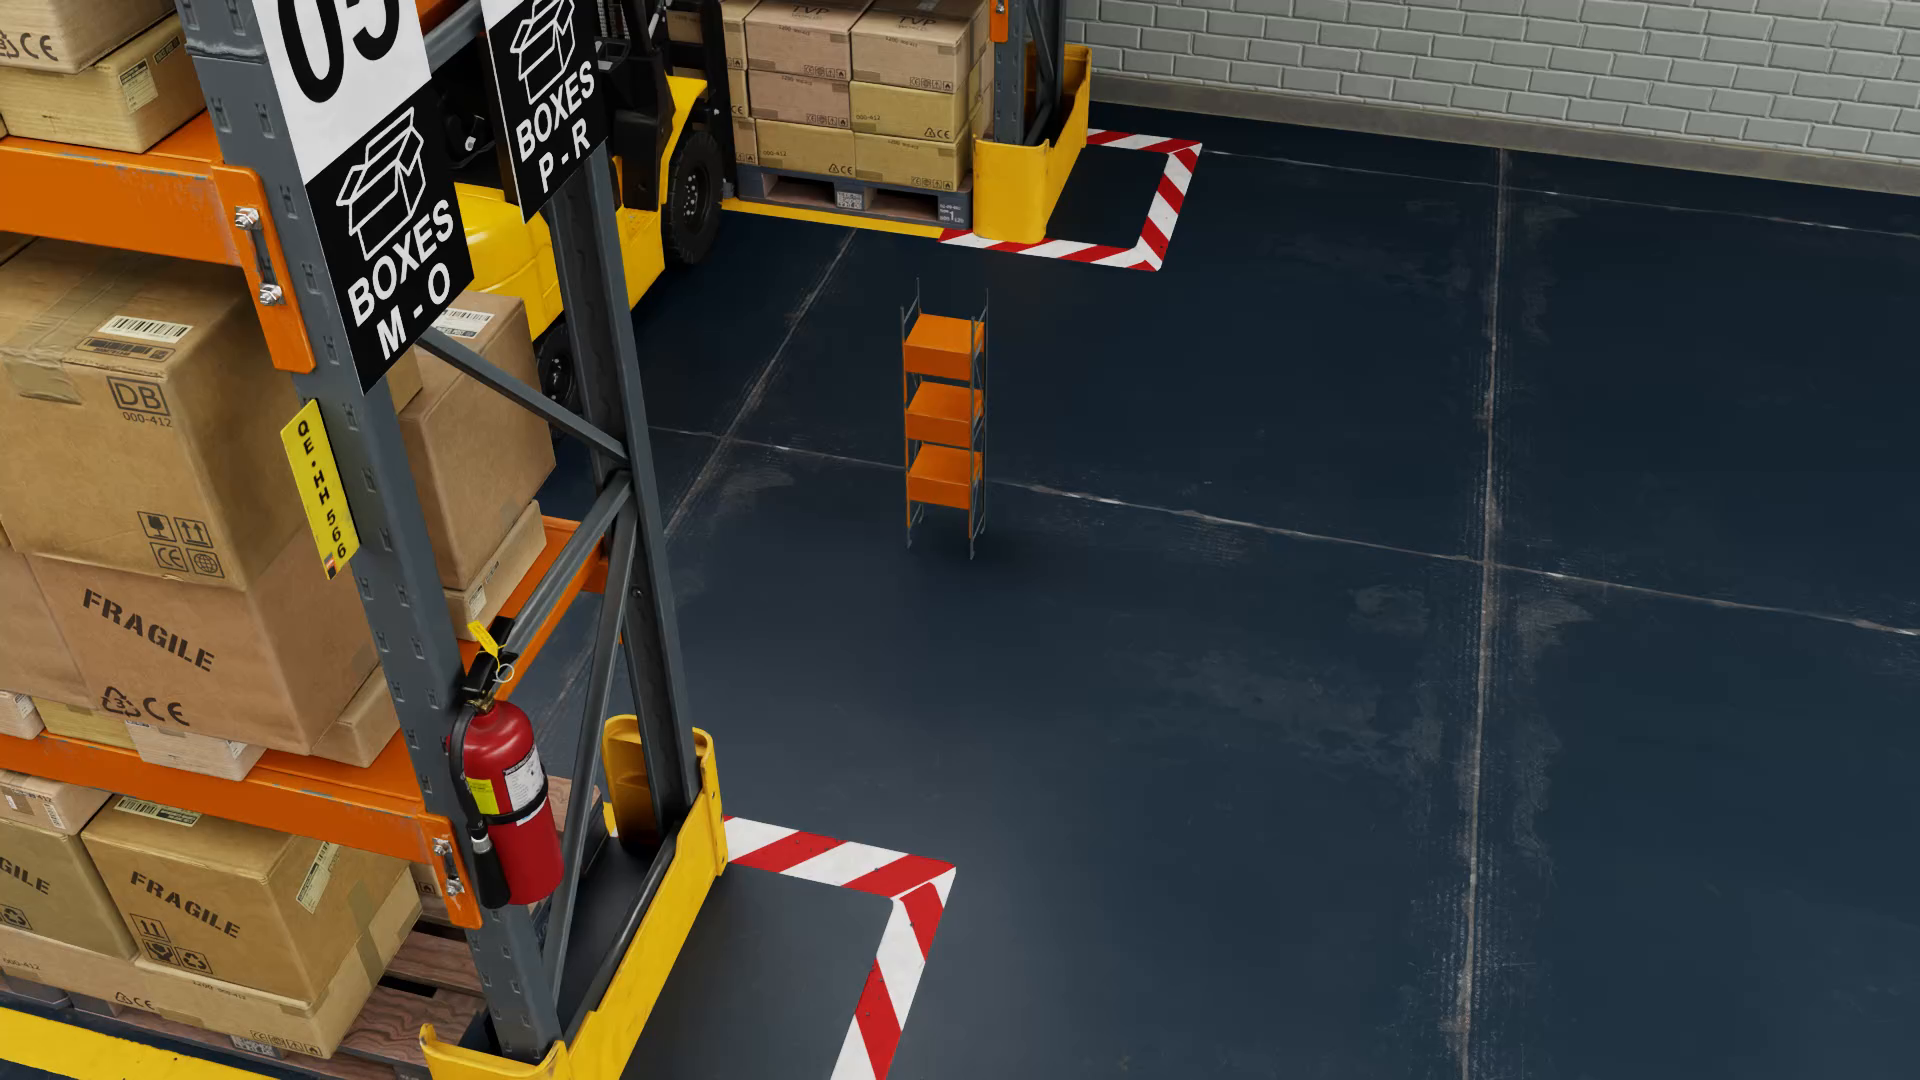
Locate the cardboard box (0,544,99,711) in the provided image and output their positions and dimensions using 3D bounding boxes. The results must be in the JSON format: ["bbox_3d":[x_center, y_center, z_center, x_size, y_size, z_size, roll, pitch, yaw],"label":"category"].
[{"bbox_3d":[-2.017,-0.018,3.629,0.500,0.500,0.500,10,41,12],"label":"cardboard box"}]

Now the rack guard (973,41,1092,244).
[{"bbox_3d":[0.364,-1.983,8.223,0.348,0.500,1.175,10,41,11],"label":"rack guard"}]

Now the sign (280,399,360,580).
[{"bbox_3d":[-1.101,-0.083,2.871,0.005,0.325,0.100,10,41,11],"label":"sign"}]

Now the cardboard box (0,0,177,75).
[{"bbox_3d":[-1.502,-0.983,2.641,0.500,0.250,0.500,9,41,11],"label":"cardboard box"}]

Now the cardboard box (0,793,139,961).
[{"bbox_3d":[-2.285,0.689,4.326,0.500,0.500,0.500,11,41,13],"label":"cardboard box"}]

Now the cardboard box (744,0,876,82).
[{"bbox_3d":[-0.679,-2.399,7.809,0.500,0.250,0.500,10,41,12],"label":"cardboard box"}]

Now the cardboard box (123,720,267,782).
[{"bbox_3d":[-1.628,0.334,3.716,0.250,0.149,0.380,9,41,11],"label":"cardboard box"}]

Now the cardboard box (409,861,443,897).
[{"bbox_3d":[-1.646,0.726,4.865,0.500,0.250,0.500,9,41,11],"label":"cardboard box"}]

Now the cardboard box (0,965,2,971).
[{"bbox_3d":[-2.794,0.890,4.669,0.500,0.250,0.500,8,41,10],"label":"cardboard box"}]

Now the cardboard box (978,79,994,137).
[{"bbox_3d":[-0.083,-2.256,8.415,0.500,0.250,0.500,10,41,12],"label":"cardboard box"}]

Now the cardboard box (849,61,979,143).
[{"bbox_3d":[-0.210,-2.131,7.877,0.500,0.250,0.500,9,41,11],"label":"cardboard box"}]

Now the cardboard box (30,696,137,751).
[{"bbox_3d":[-1.871,0.278,3.782,0.250,0.149,0.380,9,41,11],"label":"cardboard box"}]

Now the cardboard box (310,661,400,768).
[{"bbox_3d":[-1.355,0.307,3.748,0.250,0.149,0.380,11,41,13],"label":"cardboard box"}]

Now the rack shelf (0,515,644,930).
[{"bbox_3d":[-2.871,0.083,4.378,4.000,0.370,1.077,10,41,11],"label":"rack shelf"}]

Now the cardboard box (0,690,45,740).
[{"bbox_3d":[-2.127,0.254,3.811,0.250,0.149,0.380,10,41,12],"label":"cardboard box"}]

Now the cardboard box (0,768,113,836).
[{"bbox_3d":[-2.152,0.506,4.039,0.250,0.149,0.380,11,41,13],"label":"cardboard box"}]

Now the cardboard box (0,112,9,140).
[{"bbox_3d":[-1.604,-0.819,2.756,0.250,0.149,0.380,10,41,12],"label":"cardboard box"}]

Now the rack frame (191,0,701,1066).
[{"bbox_3d":[-0.939,0.140,3.751,0.127,3.000,1.000,10,41,11],"label":"rack frame"}]

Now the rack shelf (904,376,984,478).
[{"bbox_3d":[-0.052,-0.403,5.930,0.240,0.259,0.215,10,41,11],"label":"rack shelf"}]

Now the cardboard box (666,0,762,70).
[{"bbox_3d":[-1.169,-2.477,7.901,0.500,0.250,0.500,10,41,12],"label":"cardboard box"}]

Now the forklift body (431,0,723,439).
[{"bbox_3d":[-1.962,-1.801,6.722,1.214,2.155,2.313,10,41,11],"label":"forklift body"}]

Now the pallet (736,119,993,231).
[{"bbox_3d":[-0.409,-1.978,8.441,1.213,0.211,1.003,10,41,11],"label":"pallet"}]

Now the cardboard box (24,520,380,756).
[{"bbox_3d":[-1.534,0.069,3.527,0.500,0.500,0.500,9,41,11],"label":"cardboard box"}]

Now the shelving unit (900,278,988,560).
[{"bbox_3d":[-0.052,-0.411,5.923,0.252,1.050,0.215,10,41,11],"label":"shelving unit"}]

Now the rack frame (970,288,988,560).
[{"bbox_3d":[0.066,-0.391,5.899,0.008,1.050,0.200,10,41,11],"label":"rack frame"}]

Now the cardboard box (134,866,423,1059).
[{"bbox_3d":[-1.812,1.061,4.466,0.500,0.250,0.500,10,41,11],"label":"cardboard box"}]

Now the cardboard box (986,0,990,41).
[{"bbox_3d":[-0.074,-2.633,8.087,0.500,0.250,0.500,9,41,11],"label":"cardboard box"}]

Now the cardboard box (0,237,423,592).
[{"bbox_3d":[-1.488,-0.345,3.241,0.500,0.500,0.700,9,41,10],"label":"cardboard box"}]

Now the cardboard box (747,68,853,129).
[{"bbox_3d":[-0.692,-2.221,7.985,0.500,0.250,0.500,9,41,11],"label":"cardboard box"}]

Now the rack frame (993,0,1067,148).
[{"bbox_3d":[0.341,-2.945,7.424,0.127,3.000,1.000,10,41,11],"label":"rack frame"}]

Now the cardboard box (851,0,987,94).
[{"bbox_3d":[-0.185,-2.318,7.712,0.500,0.250,0.500,11,41,13],"label":"cardboard box"}]

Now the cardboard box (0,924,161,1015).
[{"bbox_3d":[-2.287,0.974,4.570,0.500,0.250,0.500,10,41,12],"label":"cardboard box"}]

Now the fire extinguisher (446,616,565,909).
[{"bbox_3d":[-0.947,0.475,3.412,0.183,0.674,0.296,10,41,11],"label":"fire extinguisher"}]

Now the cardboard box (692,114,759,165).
[{"bbox_3d":[-1.153,-2.112,8.243,0.500,0.250,0.500,10,41,12],"label":"cardboard box"}]

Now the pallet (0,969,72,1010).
[{"bbox_3d":[-2.962,0.834,5.093,1.213,0.211,1.003,10,41,11],"label":"pallet"}]

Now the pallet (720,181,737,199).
[{"bbox_3d":[-1.583,-2.182,8.684,1.213,0.211,1.003,10,41,11],"label":"pallet"}]

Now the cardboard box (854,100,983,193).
[{"bbox_3d":[-0.195,-1.934,8.032,0.500,0.250,0.500,10,41,12],"label":"cardboard box"}]

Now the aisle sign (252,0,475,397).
[{"bbox_3d":[-0.954,-0.665,2.688,0.004,0.787,0.394,10,41,11],"label":"aisle sign"}]

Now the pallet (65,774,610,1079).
[{"bbox_3d":[-1.788,1.038,4.850,1.213,0.211,1.003,10,41,11],"label":"pallet"}]

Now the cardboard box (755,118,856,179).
[{"bbox_3d":[-0.673,-2.023,8.138,0.500,0.250,0.500,10,41,11],"label":"cardboard box"}]

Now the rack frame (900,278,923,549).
[{"bbox_3d":[-0.170,-0.431,5.947,0.008,1.050,0.200,10,41,11],"label":"rack frame"}]

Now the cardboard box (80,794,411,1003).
[{"bbox_3d":[-1.780,0.774,4.225,0.500,0.500,0.500,10,41,12],"label":"cardboard box"}]

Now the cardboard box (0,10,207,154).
[{"bbox_3d":[-1.356,-0.798,2.731,0.250,0.149,0.380,10,41,12],"label":"cardboard box"}]

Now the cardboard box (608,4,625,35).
[{"bbox_3d":[-1.657,-2.566,8.007,0.500,0.250,0.500,9,41,11],"label":"cardboard box"}]

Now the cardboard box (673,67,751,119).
[{"bbox_3d":[-1.196,-2.293,8.071,0.500,0.250,0.500,9,41,10],"label":"cardboard box"}]

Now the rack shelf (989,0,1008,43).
[{"bbox_3d":[-1.591,-3.002,8.051,4.000,0.370,1.077,10,41,11],"label":"rack shelf"}]

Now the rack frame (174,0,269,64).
[{"bbox_3d":[-0.939,-2.157,1.822,0.127,3.000,1.000,10,41,11],"label":"rack frame"}]

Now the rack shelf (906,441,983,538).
[{"bbox_3d":[-0.052,-0.190,6.108,0.240,0.259,0.215,10,41,11],"label":"rack shelf"}]

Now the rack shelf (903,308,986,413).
[{"bbox_3d":[-0.052,-0.620,5.747,0.240,0.259,0.215,10,41,11],"label":"rack shelf"}]

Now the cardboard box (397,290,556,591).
[{"bbox_3d":[-1.324,-0.263,3.922,0.500,0.500,0.500,9,41,11],"label":"cardboard box"}]

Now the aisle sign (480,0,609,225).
[{"bbox_3d":[-0.799,-1.038,3.132,0.004,0.787,0.394,10,41,11],"label":"aisle sign"}]

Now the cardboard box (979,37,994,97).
[{"bbox_3d":[-0.060,-2.451,8.259,0.500,0.250,0.500,10,41,12],"label":"cardboard box"}]

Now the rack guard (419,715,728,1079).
[{"bbox_3d":[-1.012,1.084,4.570,0.348,0.500,1.175,10,41,11],"label":"rack guard"}]

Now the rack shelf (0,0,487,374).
[{"bbox_3d":[-2.871,-1.066,3.414,4.000,0.370,1.077,10,41,11],"label":"rack shelf"}]

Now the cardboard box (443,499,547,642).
[{"bbox_3d":[-1.213,0.051,4.052,0.250,0.149,0.380,10,41,12],"label":"cardboard box"}]

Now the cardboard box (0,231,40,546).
[{"bbox_3d":[-1.975,-0.433,3.347,0.500,0.500,0.700,10,41,12],"label":"cardboard box"}]
